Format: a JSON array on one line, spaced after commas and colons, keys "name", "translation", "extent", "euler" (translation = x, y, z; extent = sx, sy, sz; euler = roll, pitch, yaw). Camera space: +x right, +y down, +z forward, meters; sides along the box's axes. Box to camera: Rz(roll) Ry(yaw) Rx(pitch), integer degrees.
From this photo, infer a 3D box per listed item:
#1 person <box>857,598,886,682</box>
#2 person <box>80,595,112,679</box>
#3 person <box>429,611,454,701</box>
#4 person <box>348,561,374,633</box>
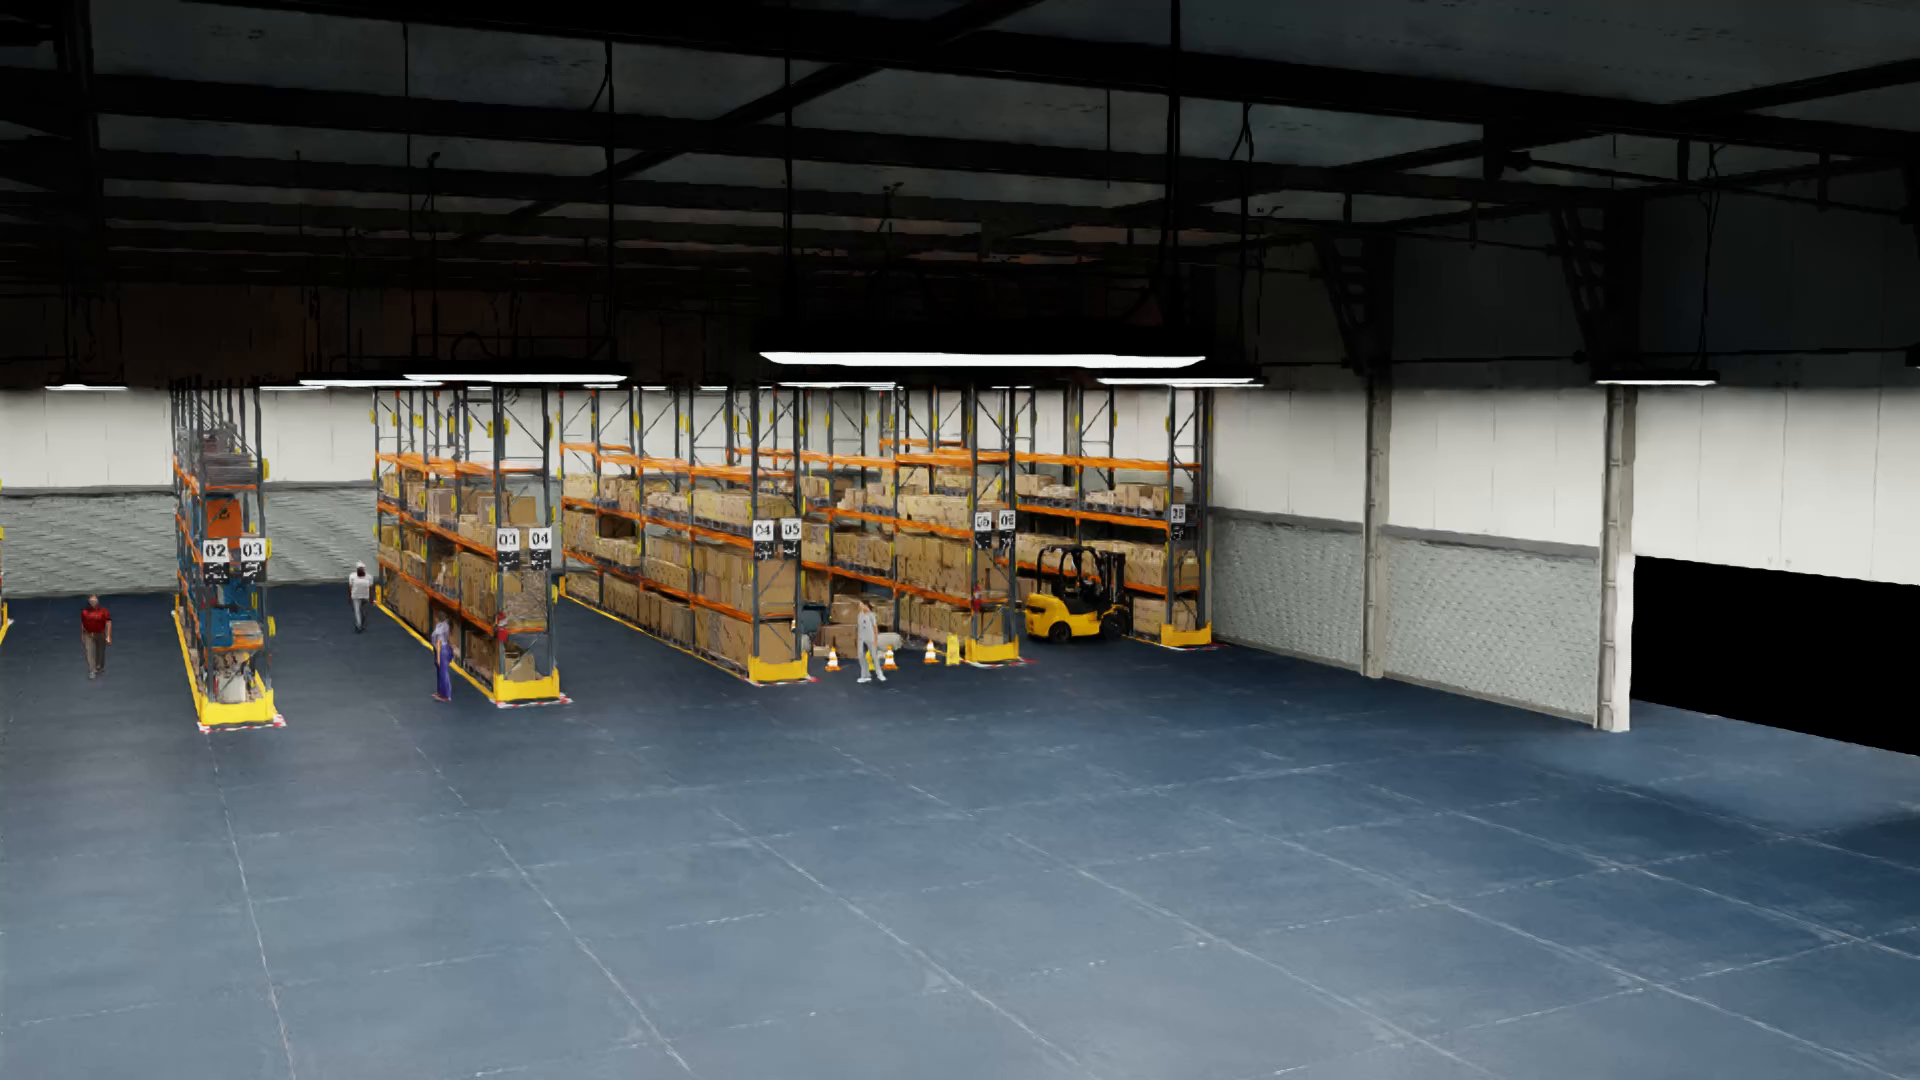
[{"name": "person", "translation": [-1.779, 1.972, 32.967], "extent": [0.566, 1.664, 0.543], "euler": [3, 6, 34]}, {"name": "person", "translation": [-17.297, 1.924, 33.304], "extent": [0.556, 1.669, 1.040], "euler": [-3, 6, -28]}, {"name": "person", "translation": [-9.687, 2.238, 30.964], "extent": [0.463, 1.462, 0.523], "euler": [0, 5, 2]}, {"name": "person", "translation": [-14.296, 1.336, 39.745], "extent": [0.575, 1.689, 1.128], "euler": [-3, 6, -29]}]
